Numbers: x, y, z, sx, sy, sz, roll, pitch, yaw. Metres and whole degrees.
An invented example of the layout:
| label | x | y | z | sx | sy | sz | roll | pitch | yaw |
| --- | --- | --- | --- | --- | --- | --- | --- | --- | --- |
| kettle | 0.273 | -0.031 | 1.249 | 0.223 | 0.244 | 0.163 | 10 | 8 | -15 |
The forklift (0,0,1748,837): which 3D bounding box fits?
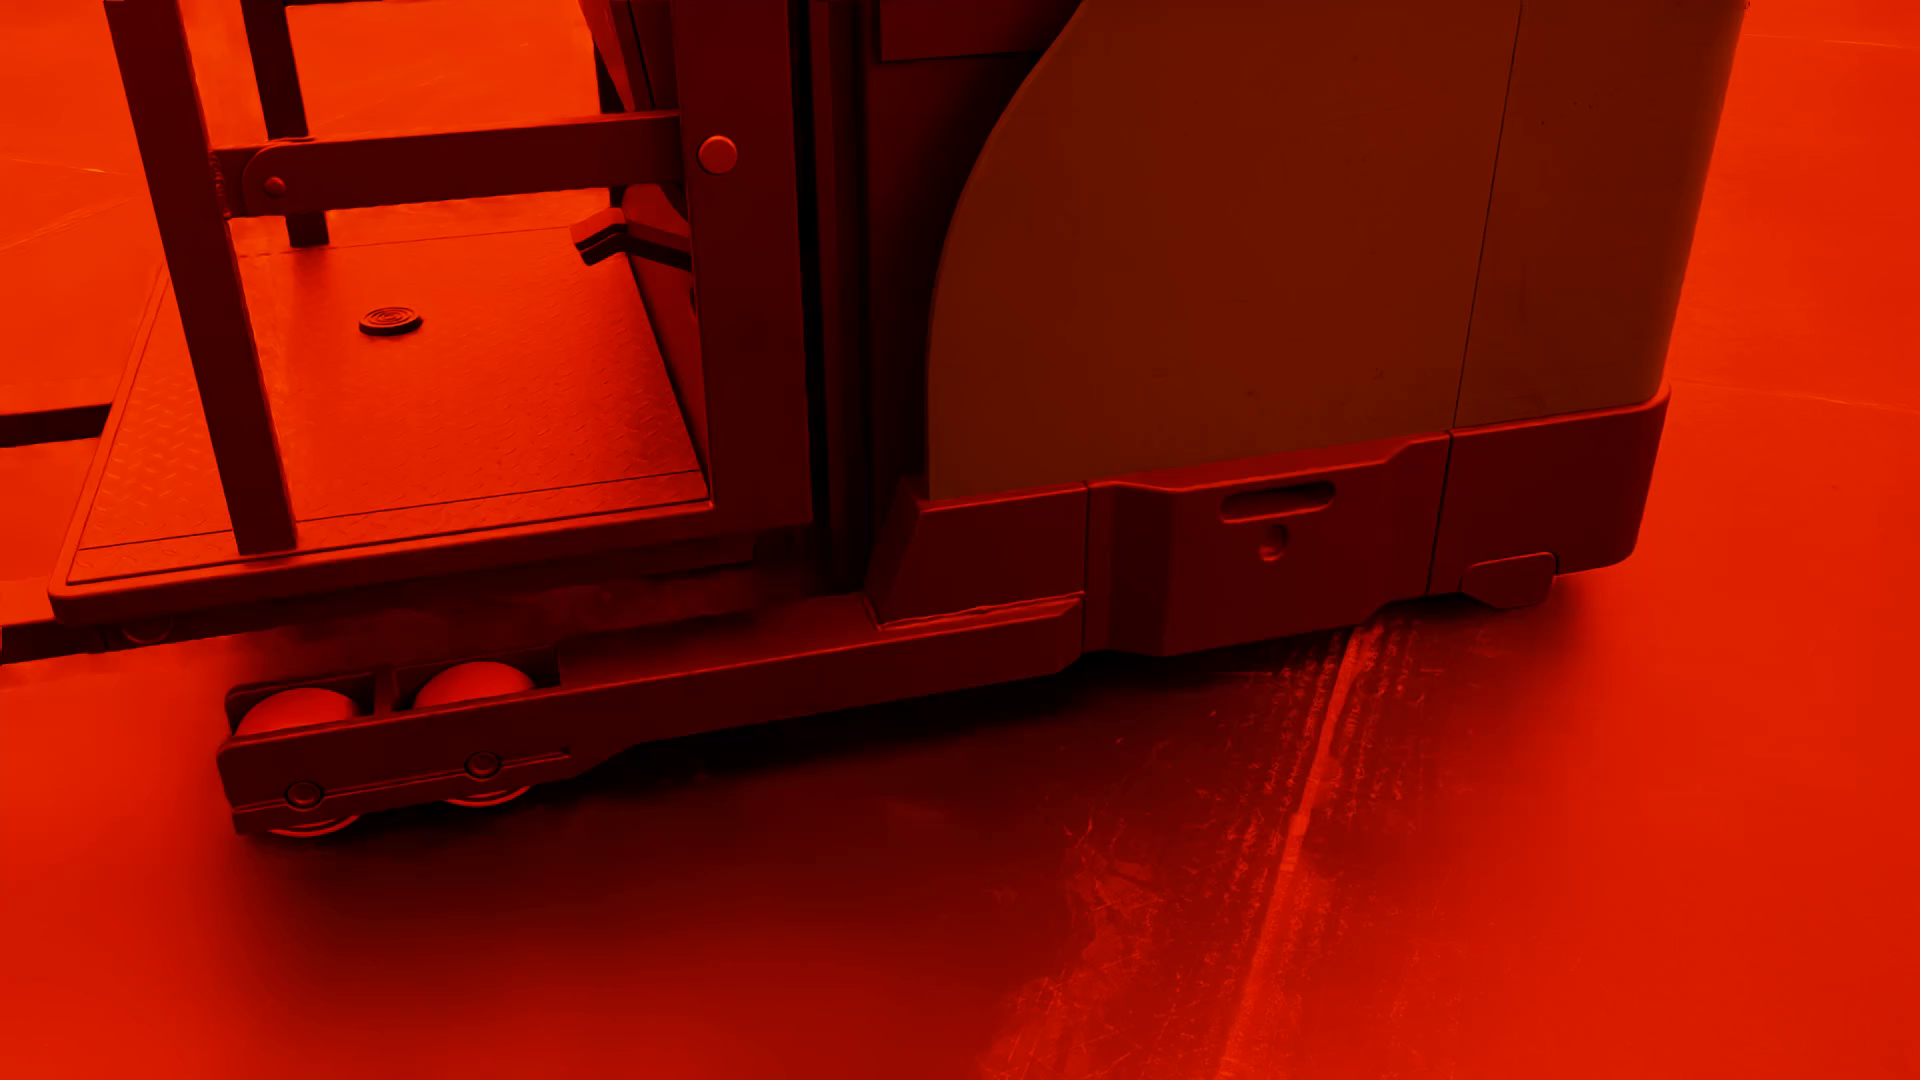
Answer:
| label | x | y | z | sx | sy | sz | roll | pitch | yaw |
| --- | --- | --- | --- | --- | --- | --- | --- | --- | --- |
| forklift | -0.616 | -1.227 | 1.692 | 3.031 | 2.935 | 1.130 | -8 | 31 | -14 |
